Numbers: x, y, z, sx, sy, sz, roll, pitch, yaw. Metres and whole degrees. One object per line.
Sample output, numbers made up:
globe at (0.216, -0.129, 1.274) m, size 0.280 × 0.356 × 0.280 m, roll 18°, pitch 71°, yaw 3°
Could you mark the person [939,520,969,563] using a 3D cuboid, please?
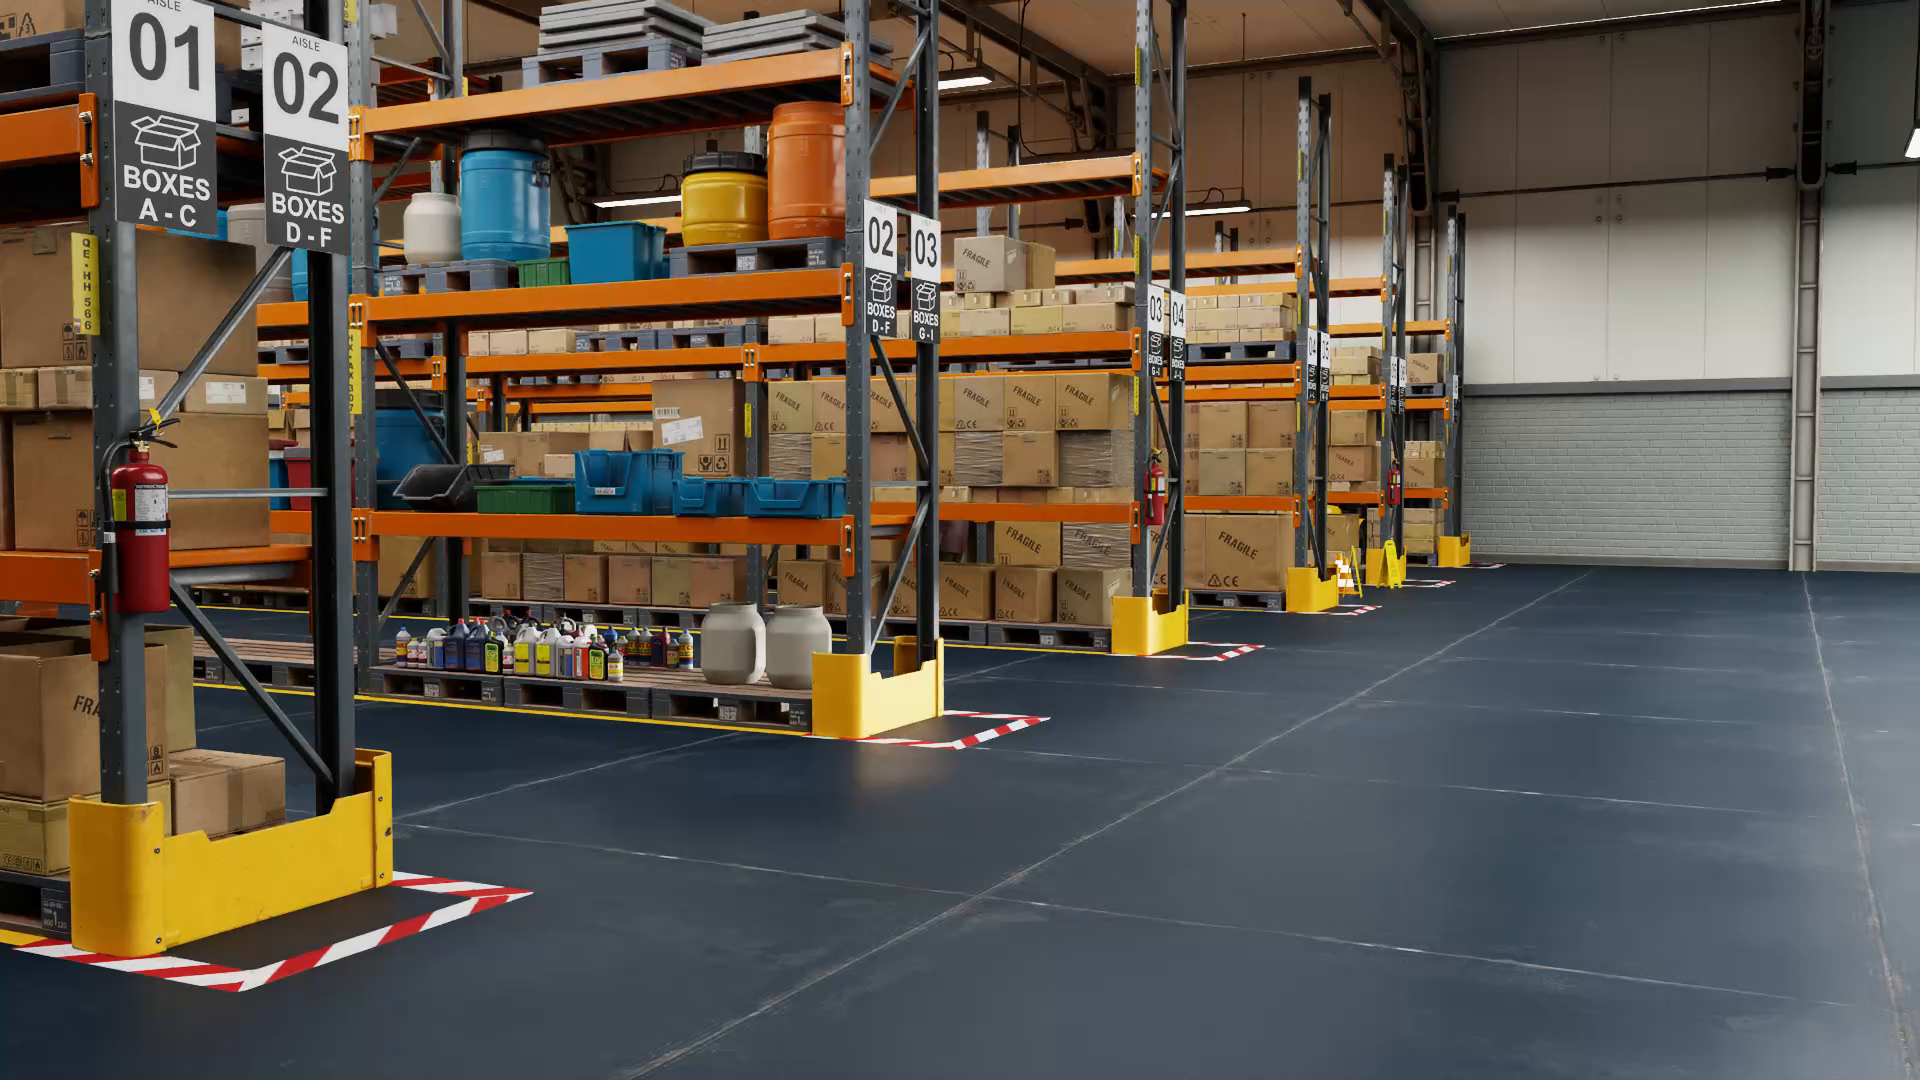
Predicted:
person at (-0.113, -0.090, 19.186) m, size 0.428 × 1.772 × 0.637 m, roll 1°, pitch 3°, yaw 24°
